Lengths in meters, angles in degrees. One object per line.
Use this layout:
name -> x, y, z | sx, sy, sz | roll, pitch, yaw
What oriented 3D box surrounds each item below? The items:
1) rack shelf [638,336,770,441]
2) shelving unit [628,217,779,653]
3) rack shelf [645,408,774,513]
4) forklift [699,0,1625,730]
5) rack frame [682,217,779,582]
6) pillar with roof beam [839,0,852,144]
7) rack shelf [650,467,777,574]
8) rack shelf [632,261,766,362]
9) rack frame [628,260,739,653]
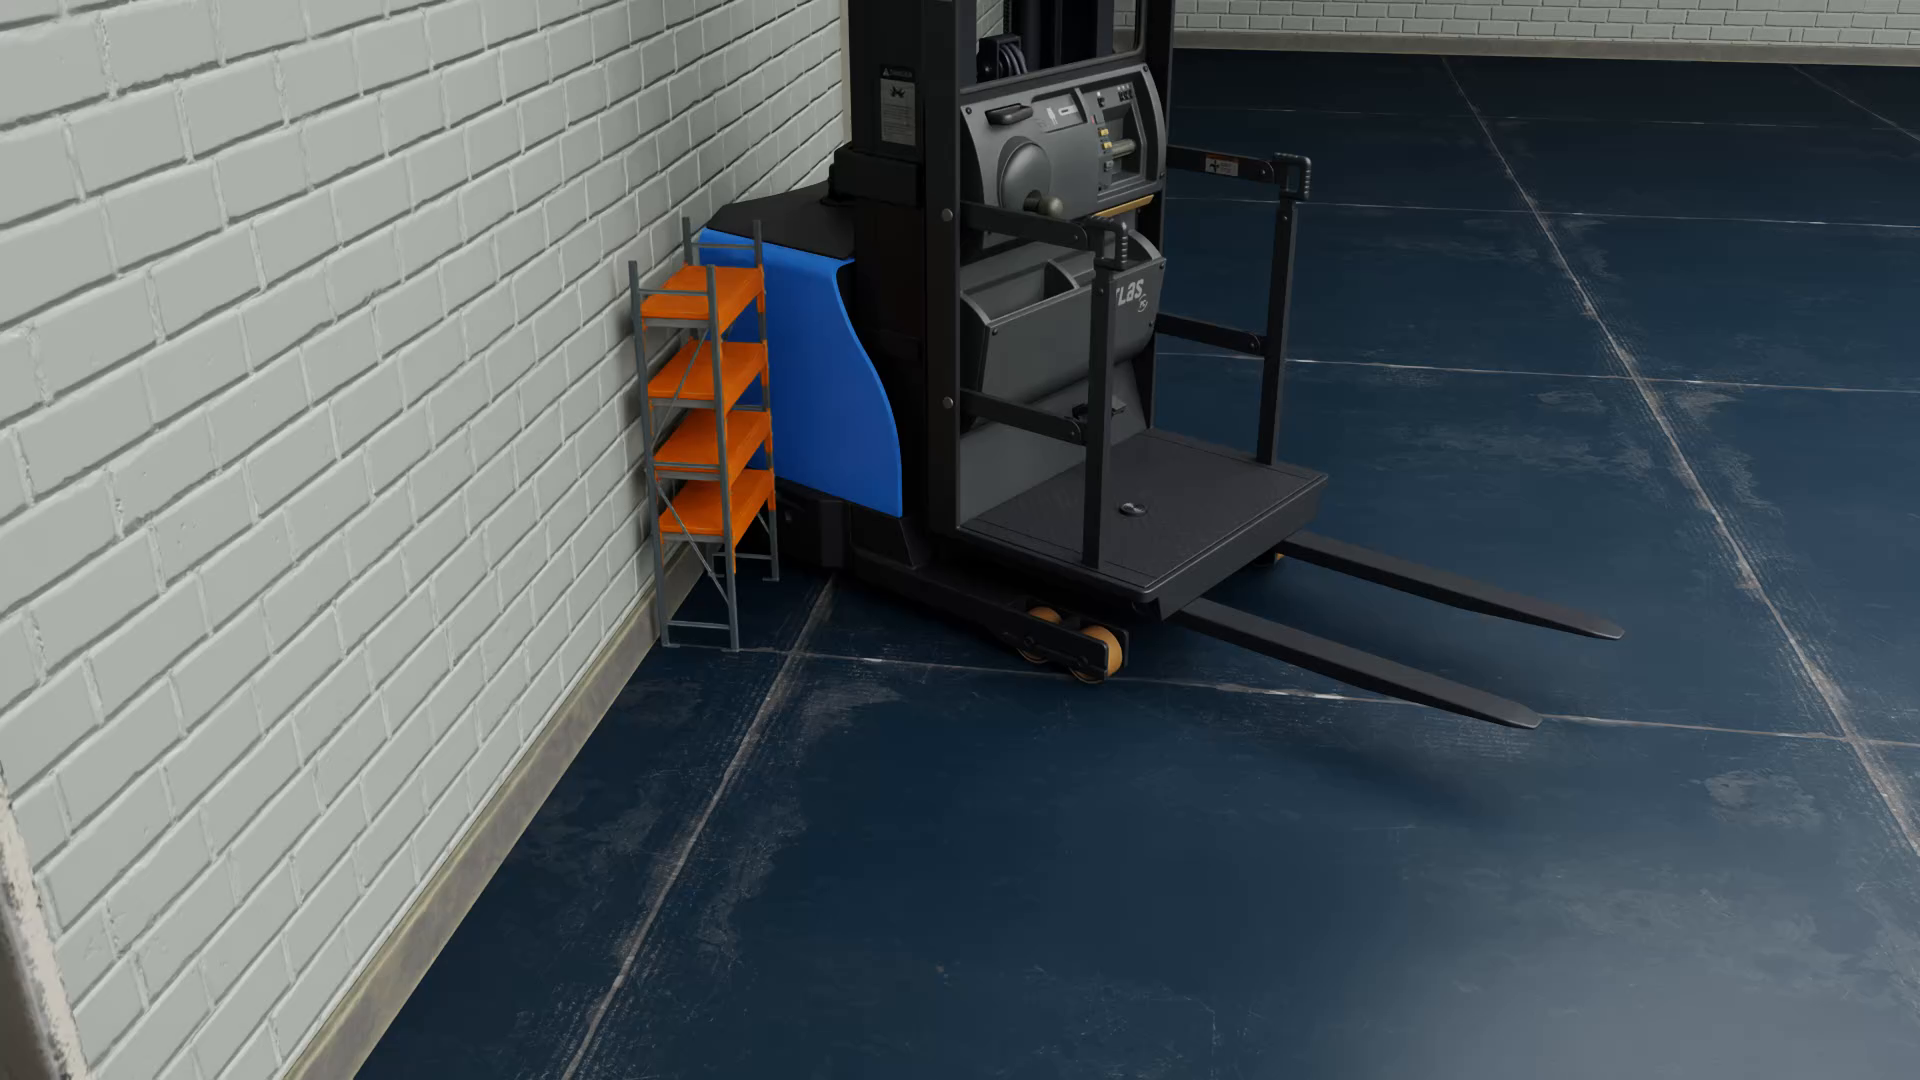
rack shelf -> -0.751, -0.457, 4.941 | 0.258, 0.148, 0.480 | 4, 25, 8
shelving unit -> -0.751, -0.315, 5.007 | 0.258, 1.200, 0.503 | 4, 25, 8
rack shelf -> -0.751, -0.254, 5.036 | 0.258, 0.148, 0.480 | 4, 25, 8
forklift -> 0.485, -1.162, 4.775 | 3.031, 2.935, 1.130 | 19, 31, 35
rack frame -> -0.714, -0.417, 5.226 | 0.240, 1.200, 0.015 | 4, 25, 8
pillar with roof beam -> 3.920, -4.712, 5.201 | 9.100, 9.000, 0.400 | 4, 25, 9
rack shelf -> -0.751, -0.074, 5.120 | 0.258, 0.148, 0.480 | 4, 25, 8
rack shelf -> -0.751, -0.671, 4.841 | 0.258, 0.148, 0.480 | 4, 25, 8
rack frame -> -0.788, -0.213, 4.789 | 0.240, 1.200, 0.015 | 4, 25, 8
